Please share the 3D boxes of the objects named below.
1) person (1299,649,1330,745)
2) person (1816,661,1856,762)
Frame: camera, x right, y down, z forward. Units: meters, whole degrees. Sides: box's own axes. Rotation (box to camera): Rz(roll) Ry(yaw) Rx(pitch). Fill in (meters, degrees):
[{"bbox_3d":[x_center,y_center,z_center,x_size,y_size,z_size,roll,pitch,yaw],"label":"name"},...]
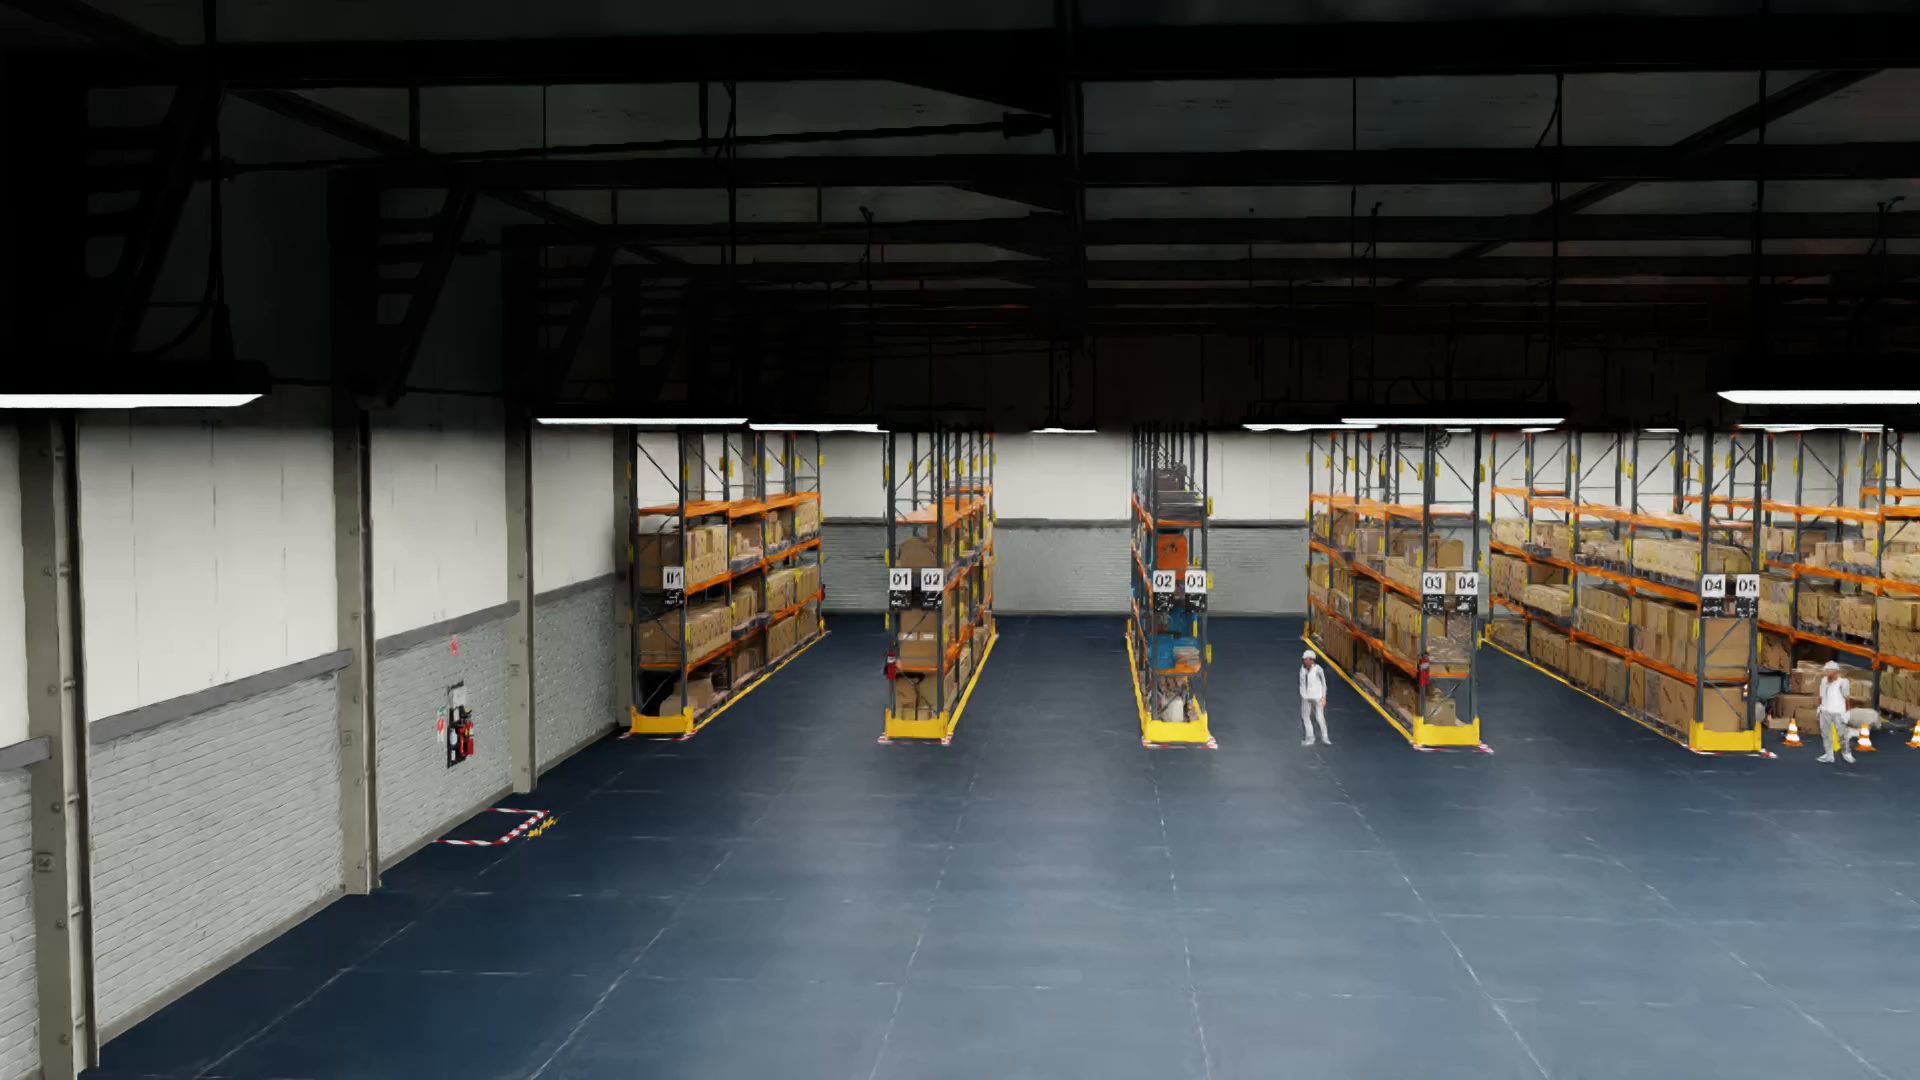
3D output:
[{"bbox_3d":[6.559,2.897,30.807,0.569,1.761,0.562,3,5,42],"label":"person"},{"bbox_3d":[15.333,3.000,29.125,0.548,1.779,0.655,-2,4,-27],"label":"person"}]
